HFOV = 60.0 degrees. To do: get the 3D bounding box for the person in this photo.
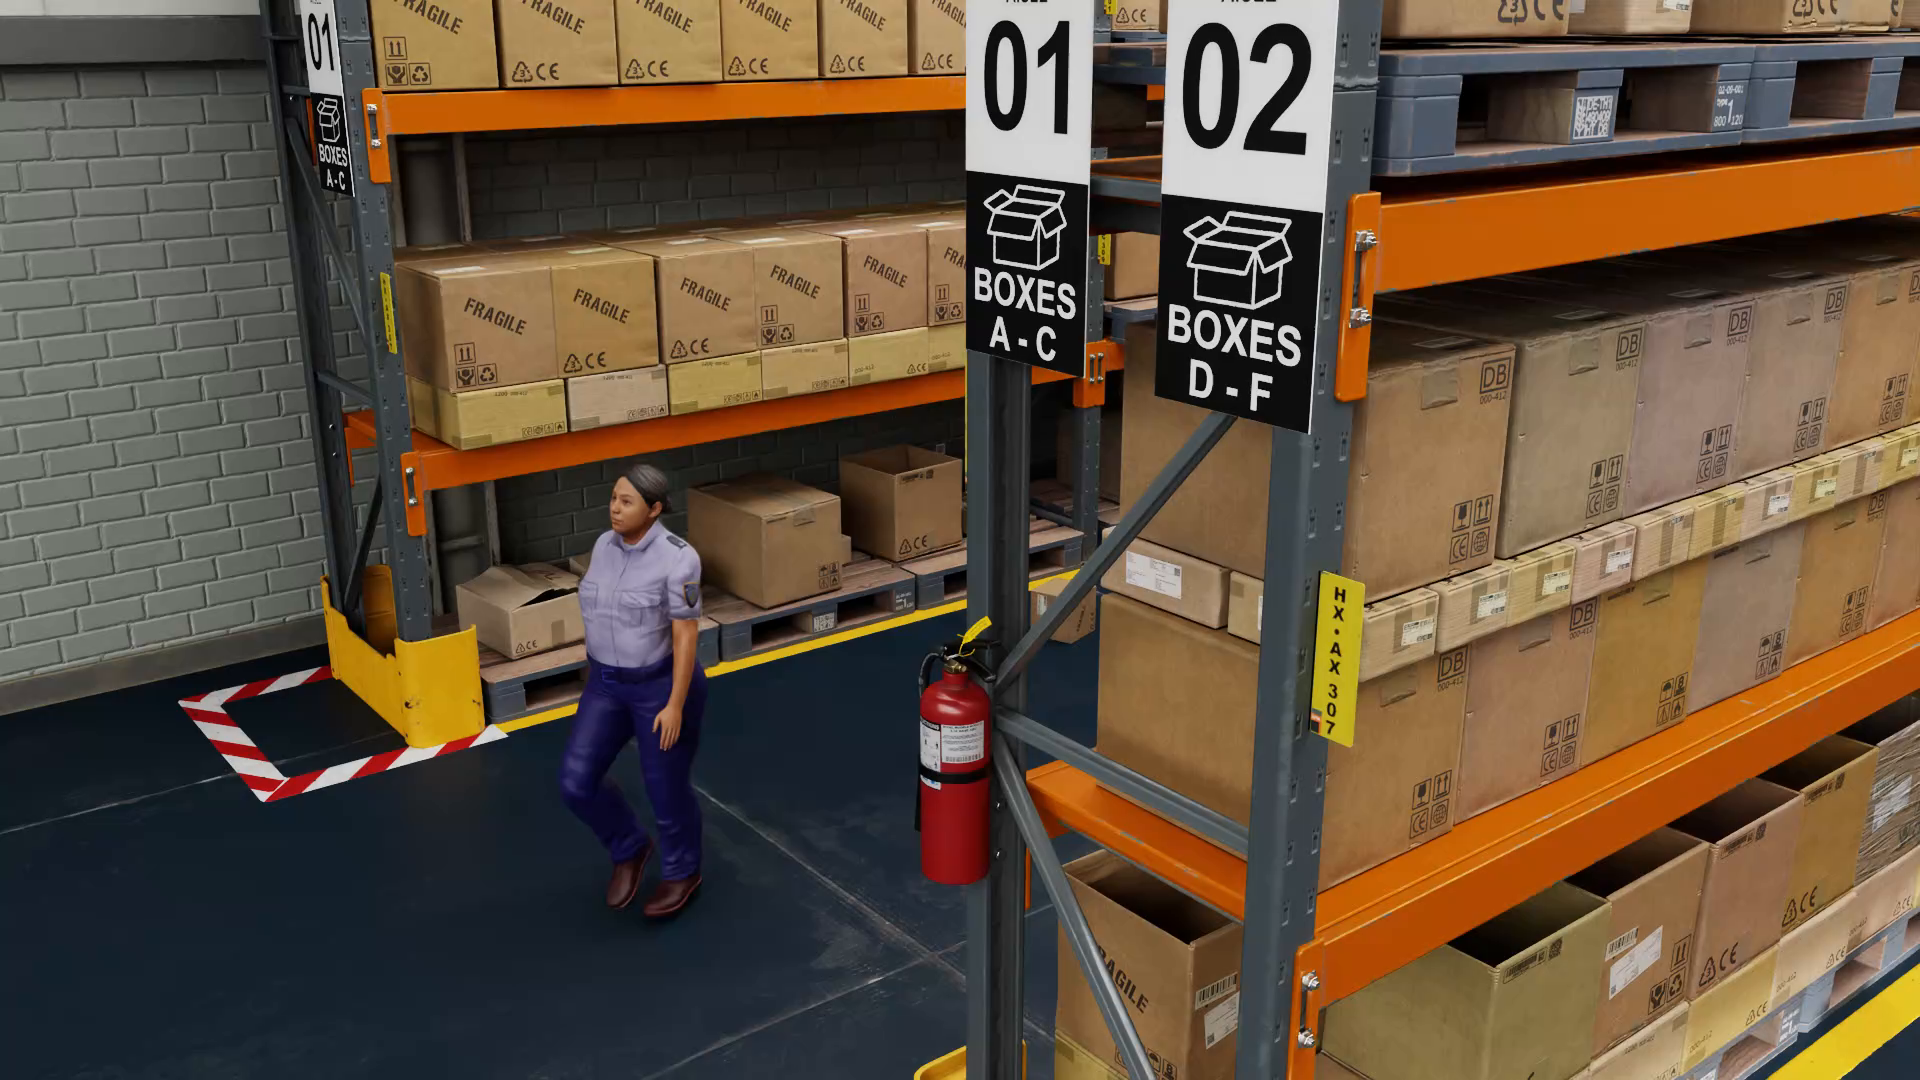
[{"bbox_3d":[-1.131,0.510,5.793,0.475,1.566,0.438,9,20,26],"label":"person"}]
